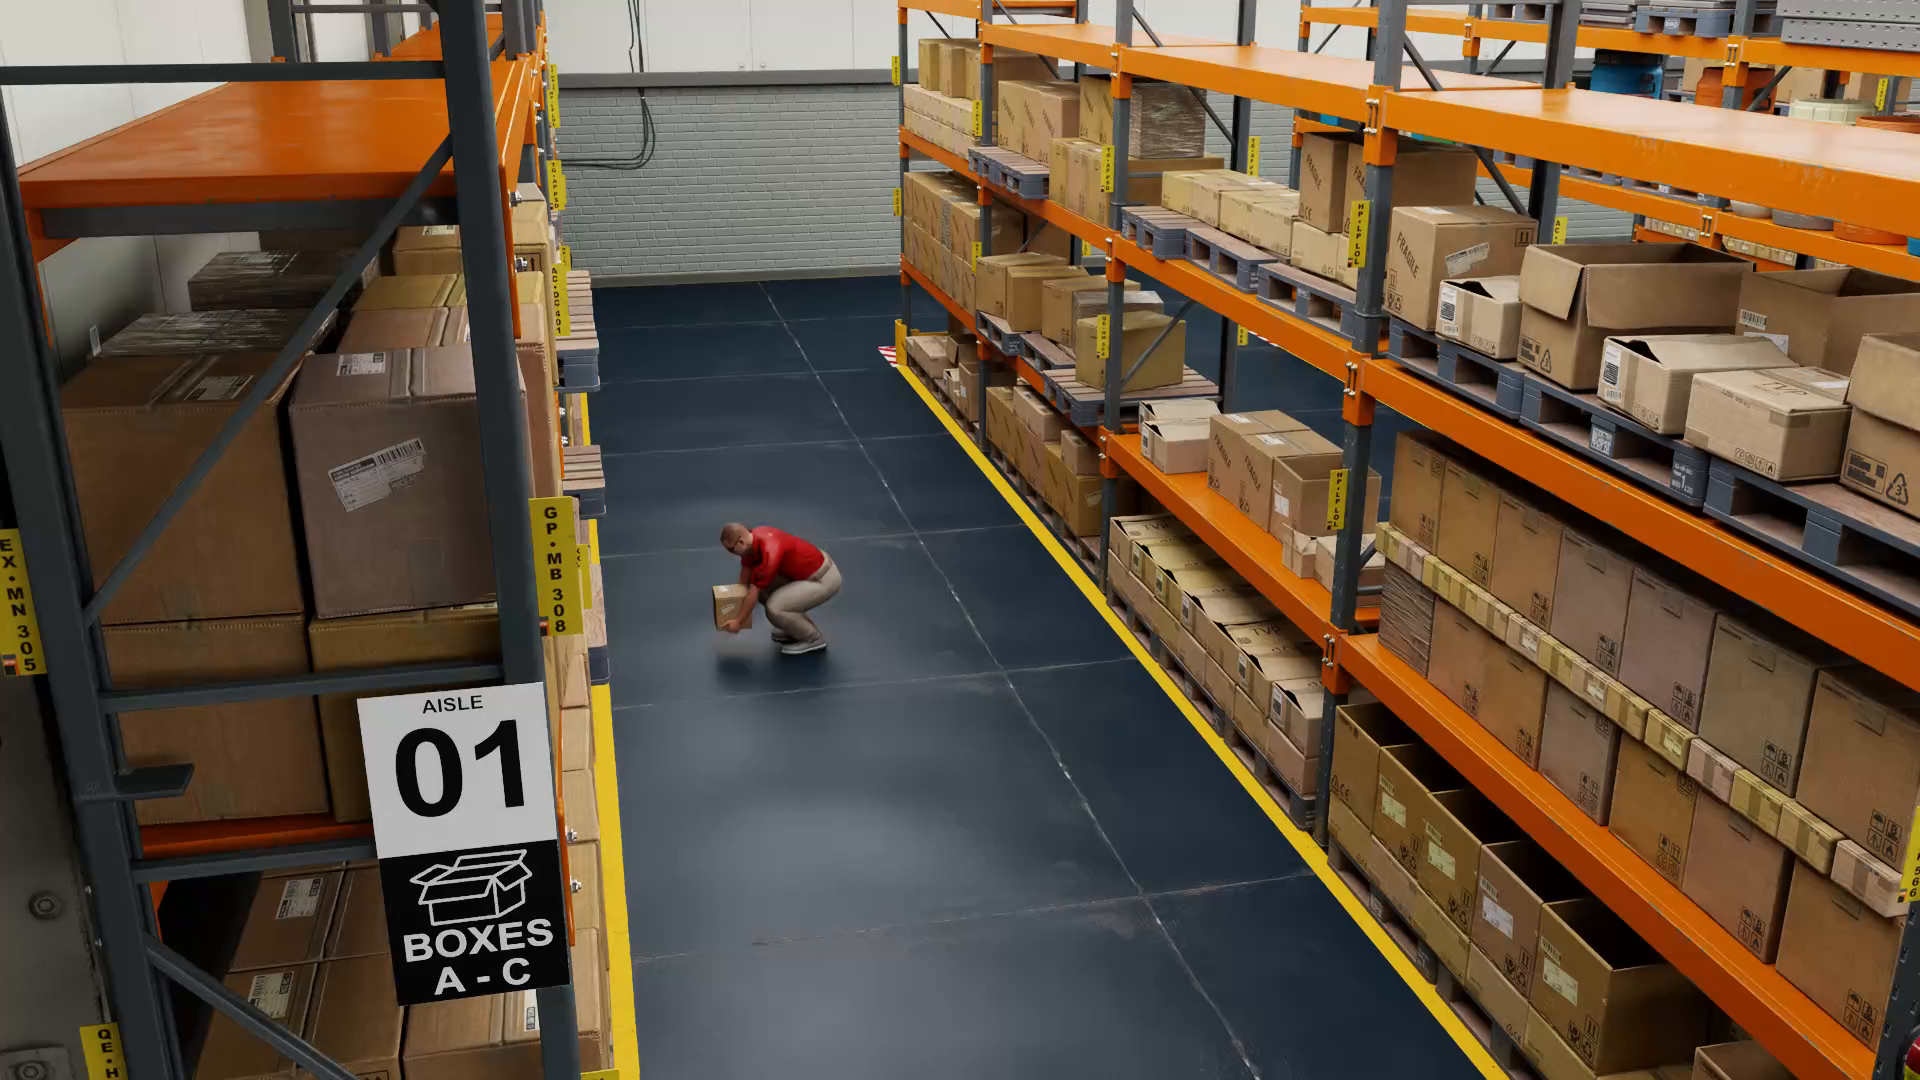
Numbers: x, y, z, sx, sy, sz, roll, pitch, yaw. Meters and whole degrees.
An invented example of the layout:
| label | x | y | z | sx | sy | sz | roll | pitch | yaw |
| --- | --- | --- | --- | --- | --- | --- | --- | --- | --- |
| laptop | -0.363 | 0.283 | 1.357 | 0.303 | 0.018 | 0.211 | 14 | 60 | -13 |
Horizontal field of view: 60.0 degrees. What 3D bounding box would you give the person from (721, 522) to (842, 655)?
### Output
| label | x | y | z | sx | sy | sz | roll | pitch | yaw |
| --- | --- | --- | --- | --- | --- | --- | --- | --- | --- |
| person | -1.289 | 0.306 | 11.861 | 0.886 | 0.988 | 0.523 | -5 | 20 | -14 |
